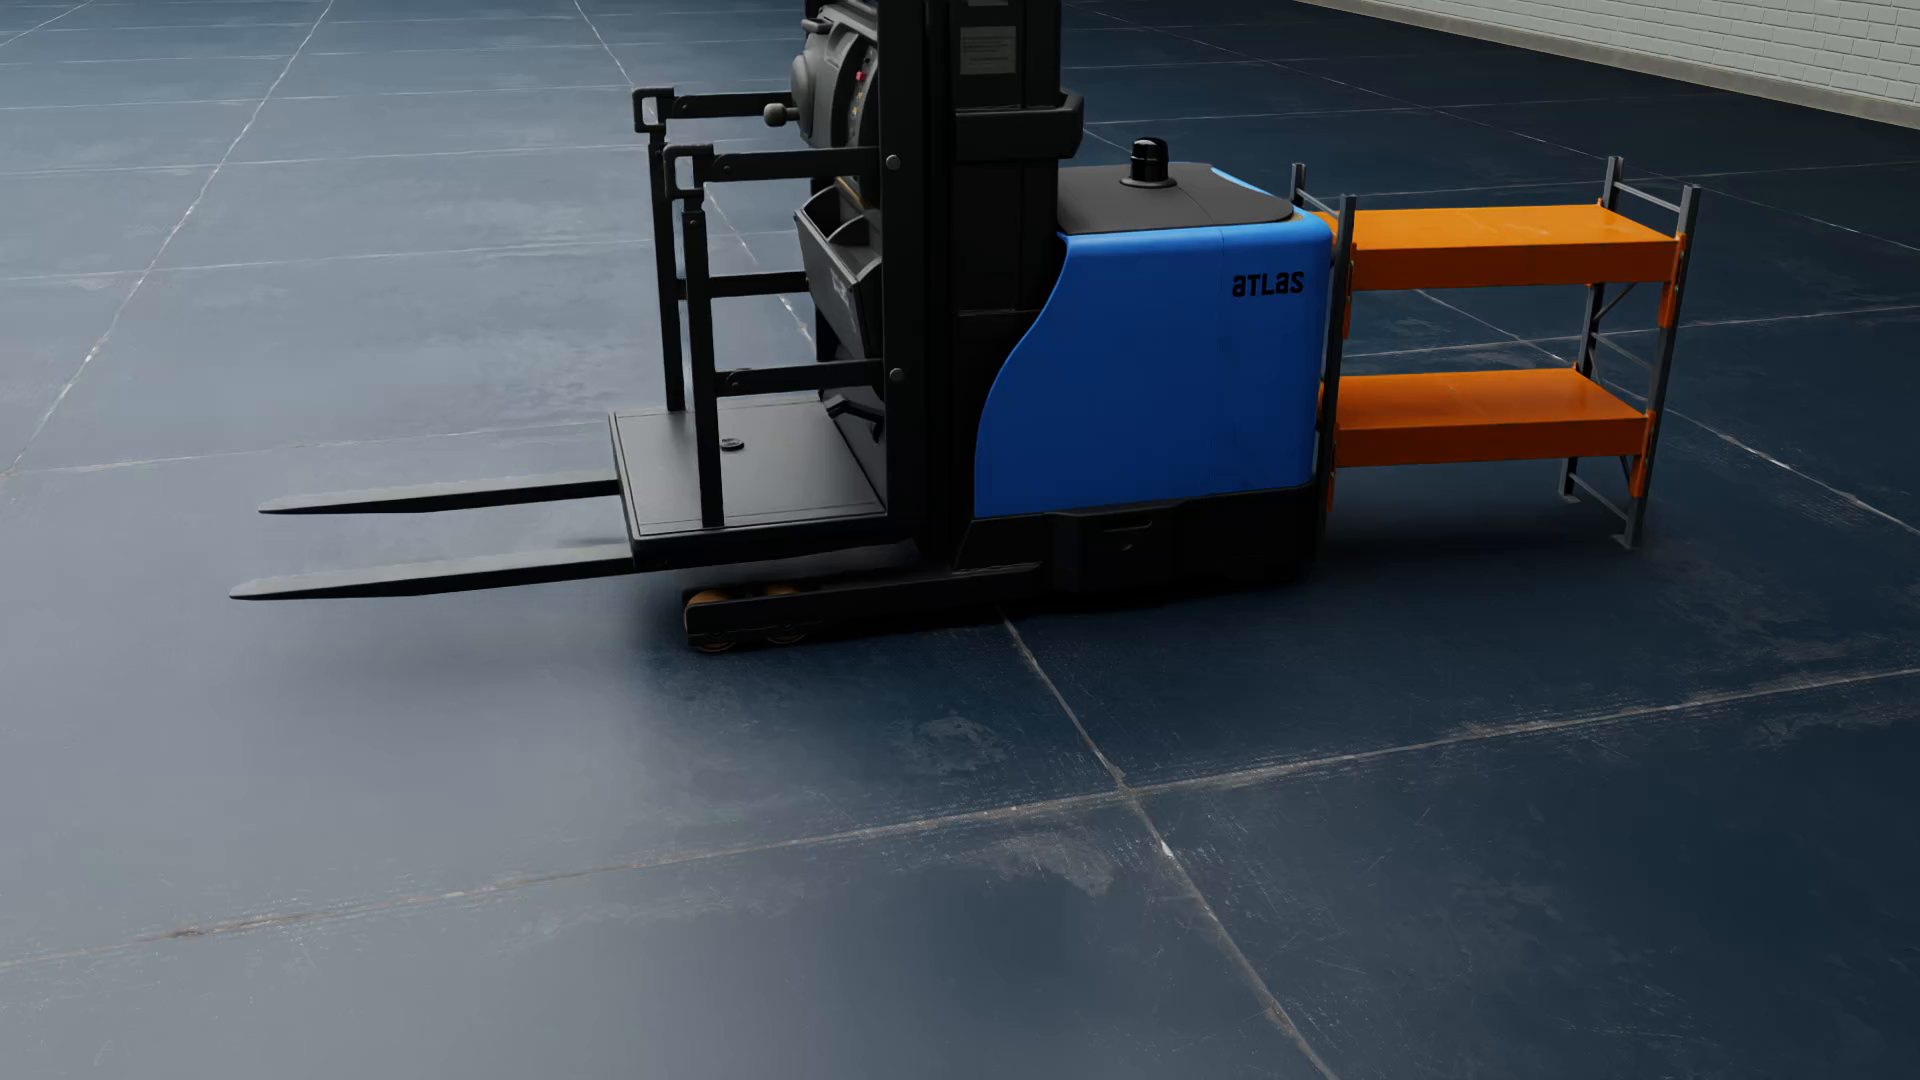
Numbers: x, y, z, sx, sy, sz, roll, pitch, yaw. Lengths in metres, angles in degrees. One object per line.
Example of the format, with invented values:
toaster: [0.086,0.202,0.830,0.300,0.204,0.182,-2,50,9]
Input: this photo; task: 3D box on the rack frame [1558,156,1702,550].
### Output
rack frame: [2.069,-0.583,5.183,0.032,1.125,0.500,-3,23,-6]

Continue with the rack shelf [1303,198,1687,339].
rack shelf: [1.564,-0.829,5.012,1.000,0.278,0.538,-3,23,-6]

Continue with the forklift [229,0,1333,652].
forklift: [-0.526,-1.271,4.495,3.031,2.935,1.130,-6,24,-13]

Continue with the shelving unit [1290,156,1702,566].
shelving unit: [1.564,-0.560,5.128,1.048,1.125,0.538,-3,23,-6]

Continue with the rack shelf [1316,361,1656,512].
rack shelf: [1.564,-0.335,5.224,1.000,0.278,0.538,-3,23,-6]

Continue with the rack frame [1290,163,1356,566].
rack frame: [1.059,-0.536,5.073,0.032,1.125,0.500,-3,23,-6]
